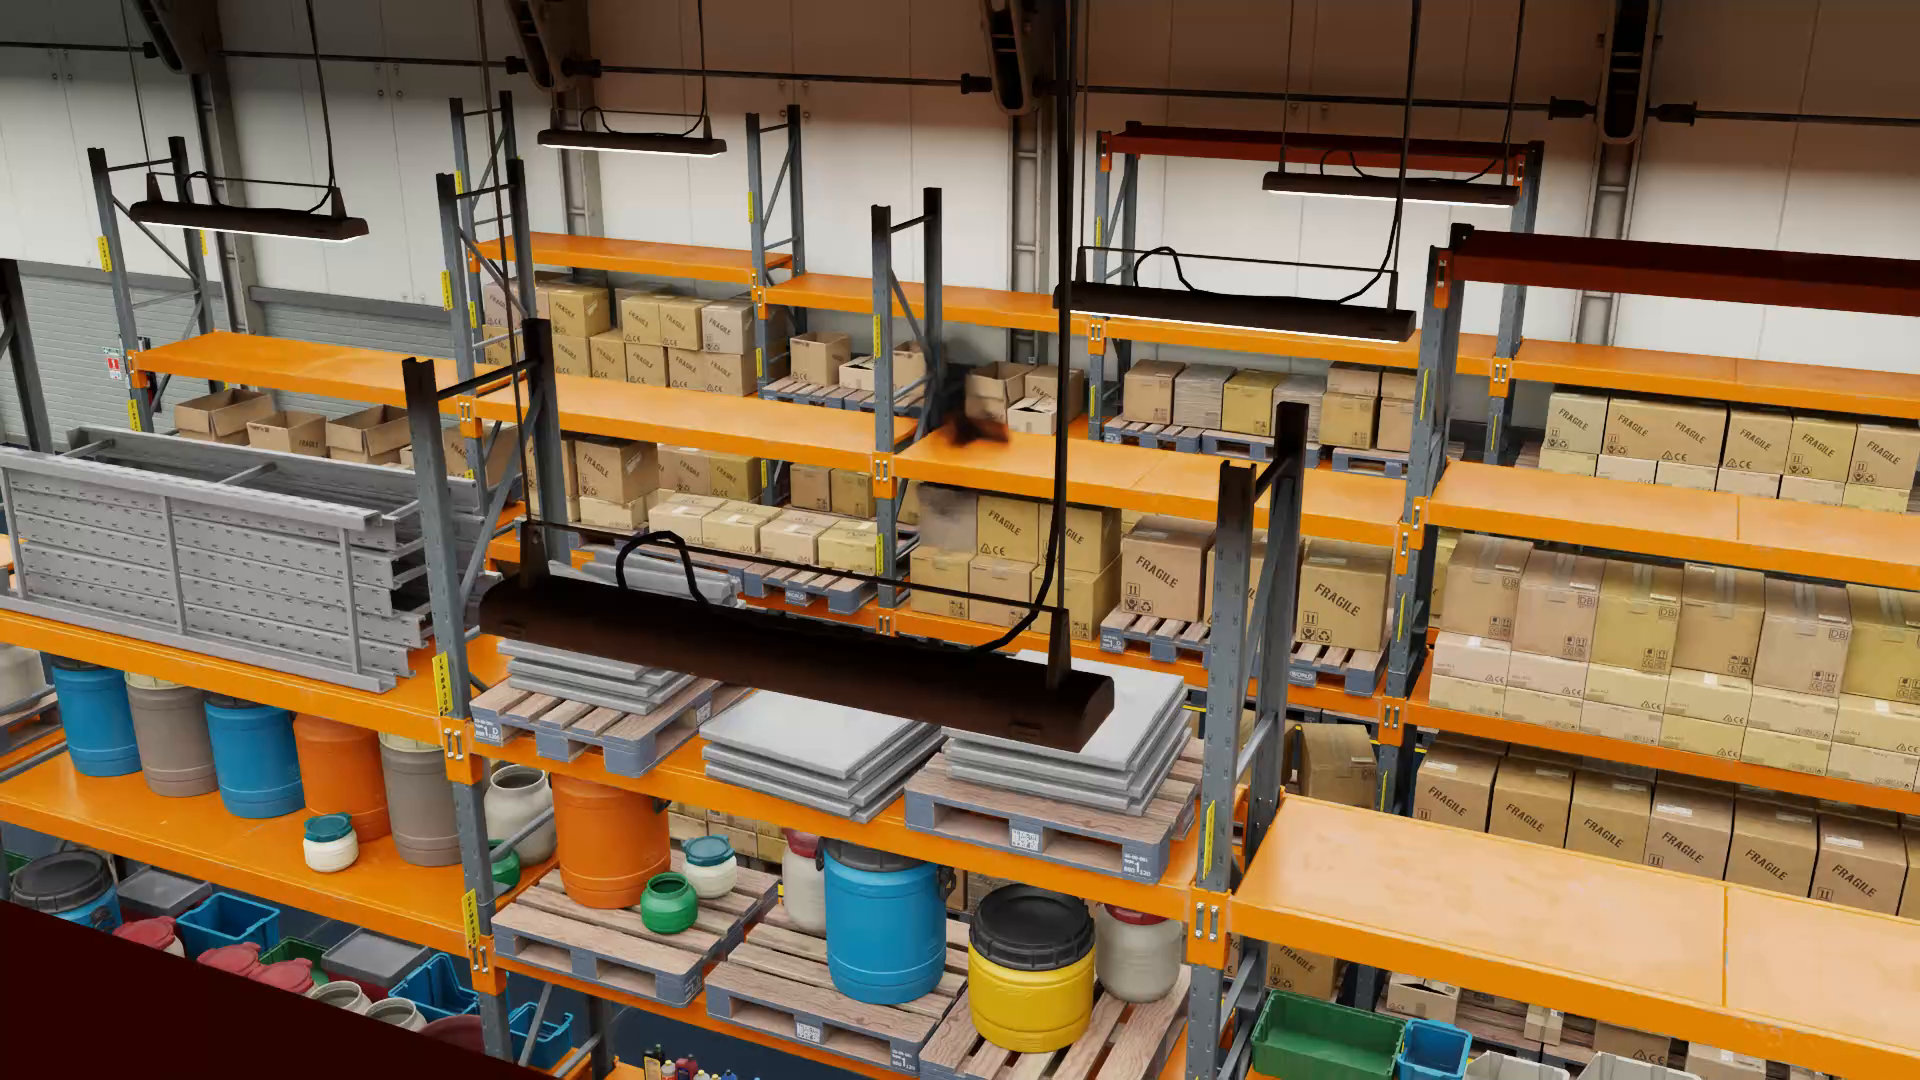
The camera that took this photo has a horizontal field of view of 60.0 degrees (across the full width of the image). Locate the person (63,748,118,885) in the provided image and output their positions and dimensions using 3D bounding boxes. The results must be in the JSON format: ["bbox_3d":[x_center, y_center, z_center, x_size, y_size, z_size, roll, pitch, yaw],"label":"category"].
[{"bbox_3d":[-7.224,2.399,13.871,0.857,1.774,0.651,10,23,25],"label":"person"}]
